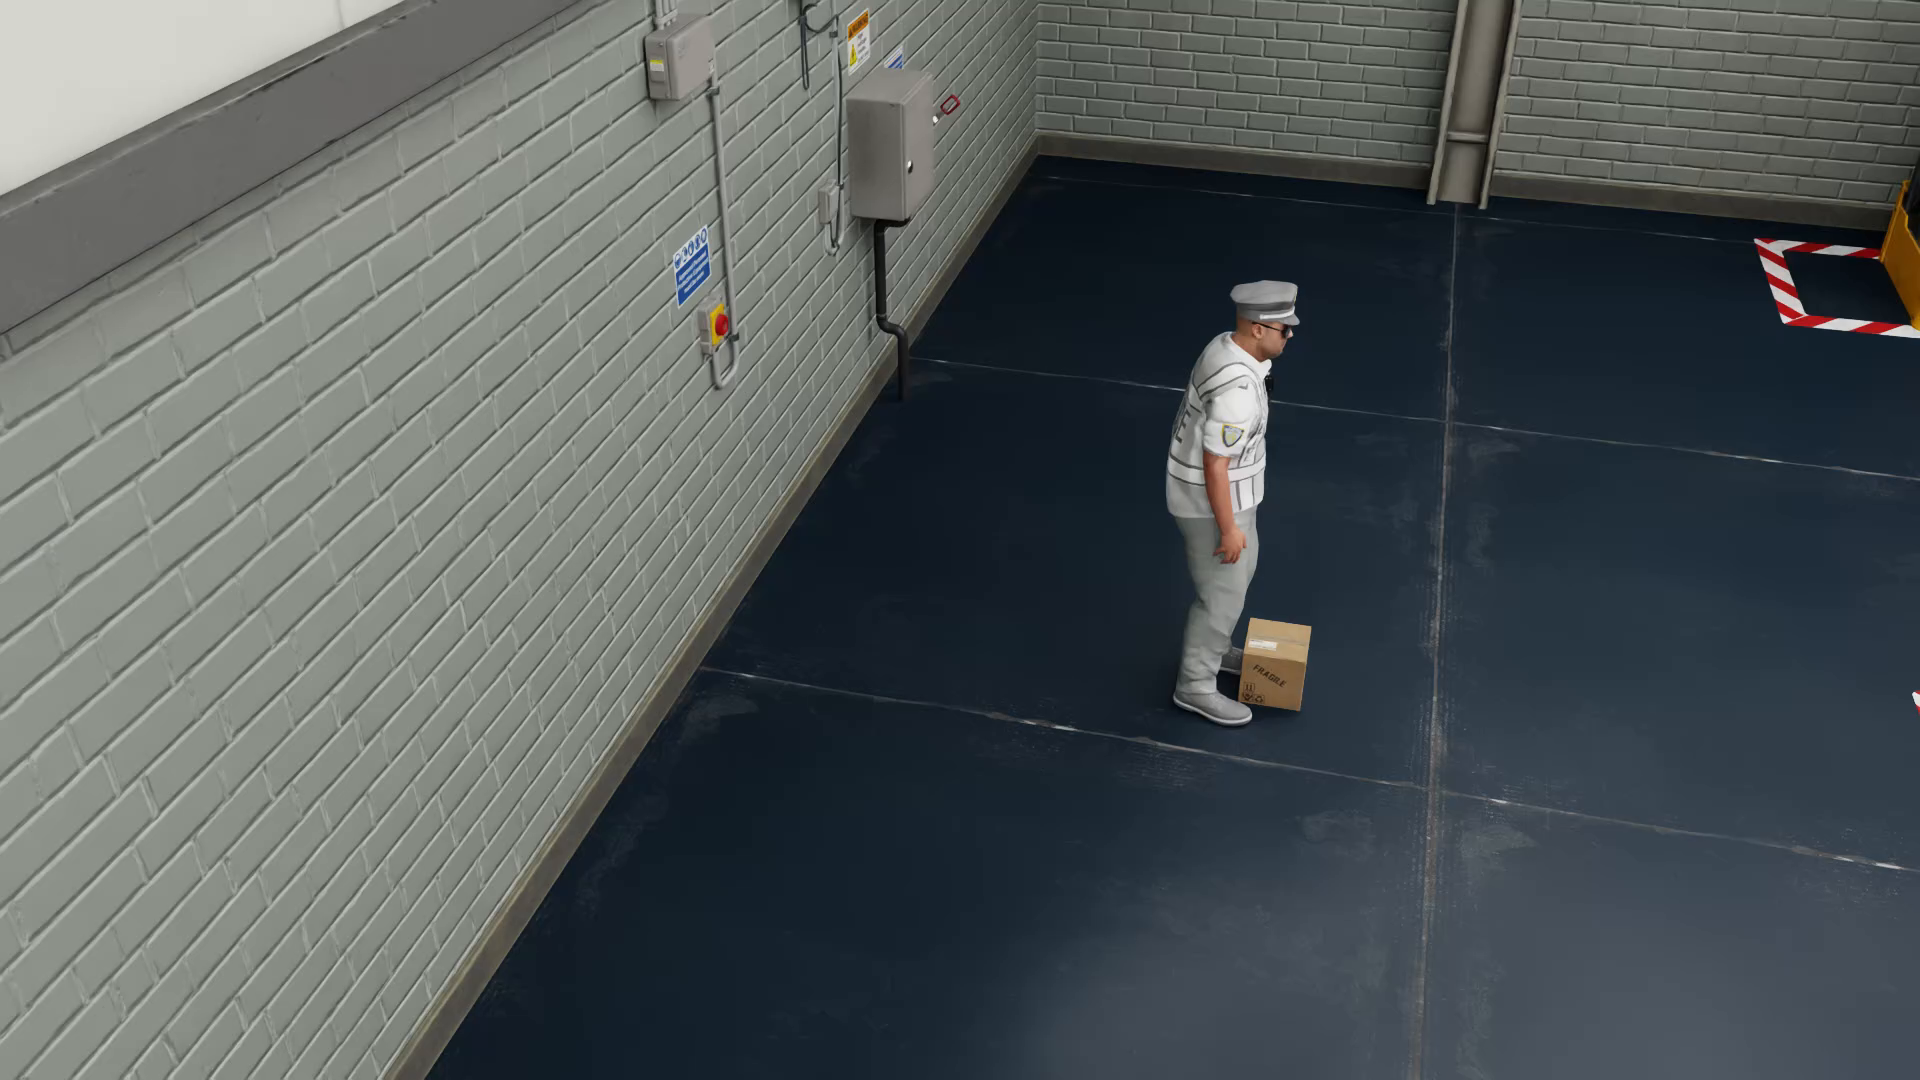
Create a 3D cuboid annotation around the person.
[{"bbox_3d":[1.026,-0.163,6.386,0.480,1.747,0.601,6,33,9],"label":"person"}]
